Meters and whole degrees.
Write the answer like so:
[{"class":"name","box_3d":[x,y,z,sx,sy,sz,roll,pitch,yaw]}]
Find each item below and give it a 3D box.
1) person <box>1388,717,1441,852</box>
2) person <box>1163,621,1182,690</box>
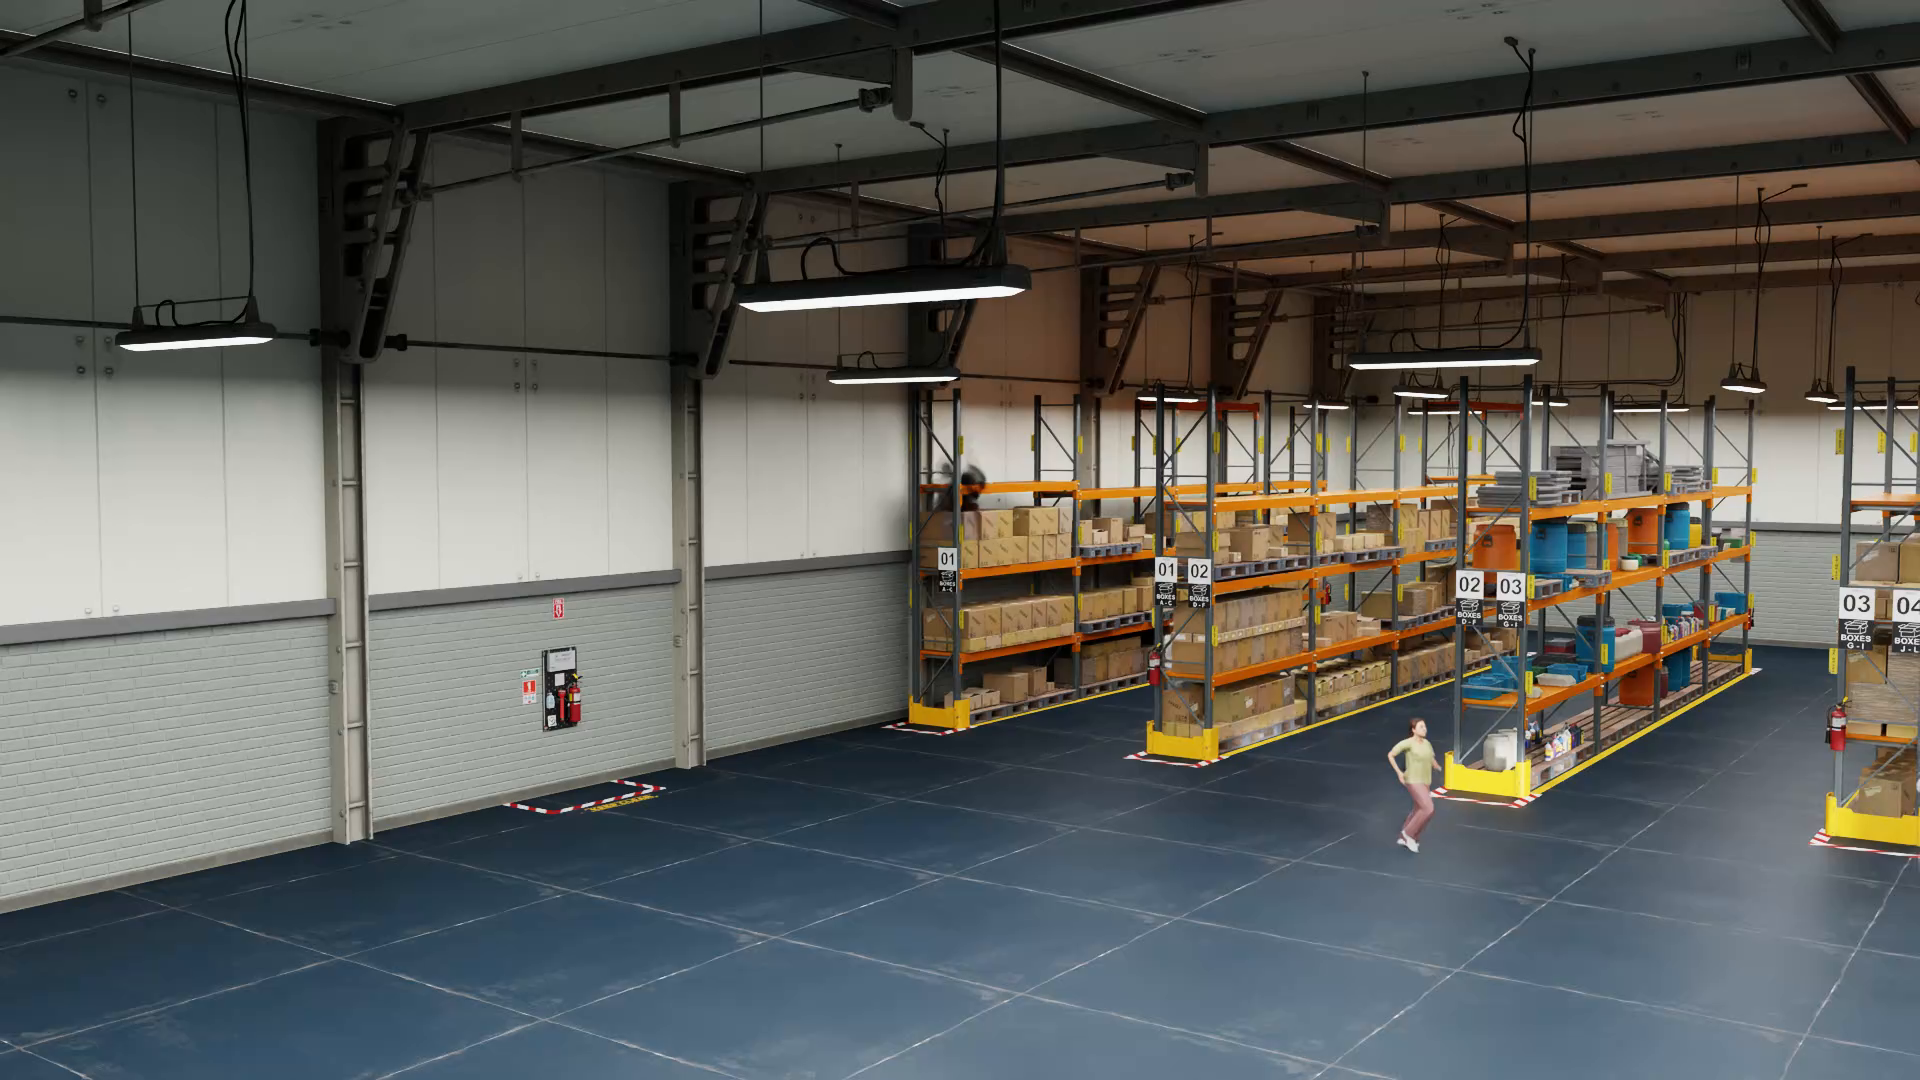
[{"class":"person","box_3d":[5.630,2.997,20.409,0.550,1.641,0.638,-2,4,-35]},{"class":"person","box_3d":[3.958,2.366,30.763,0.660,1.756,0.656,2,4,30]}]
